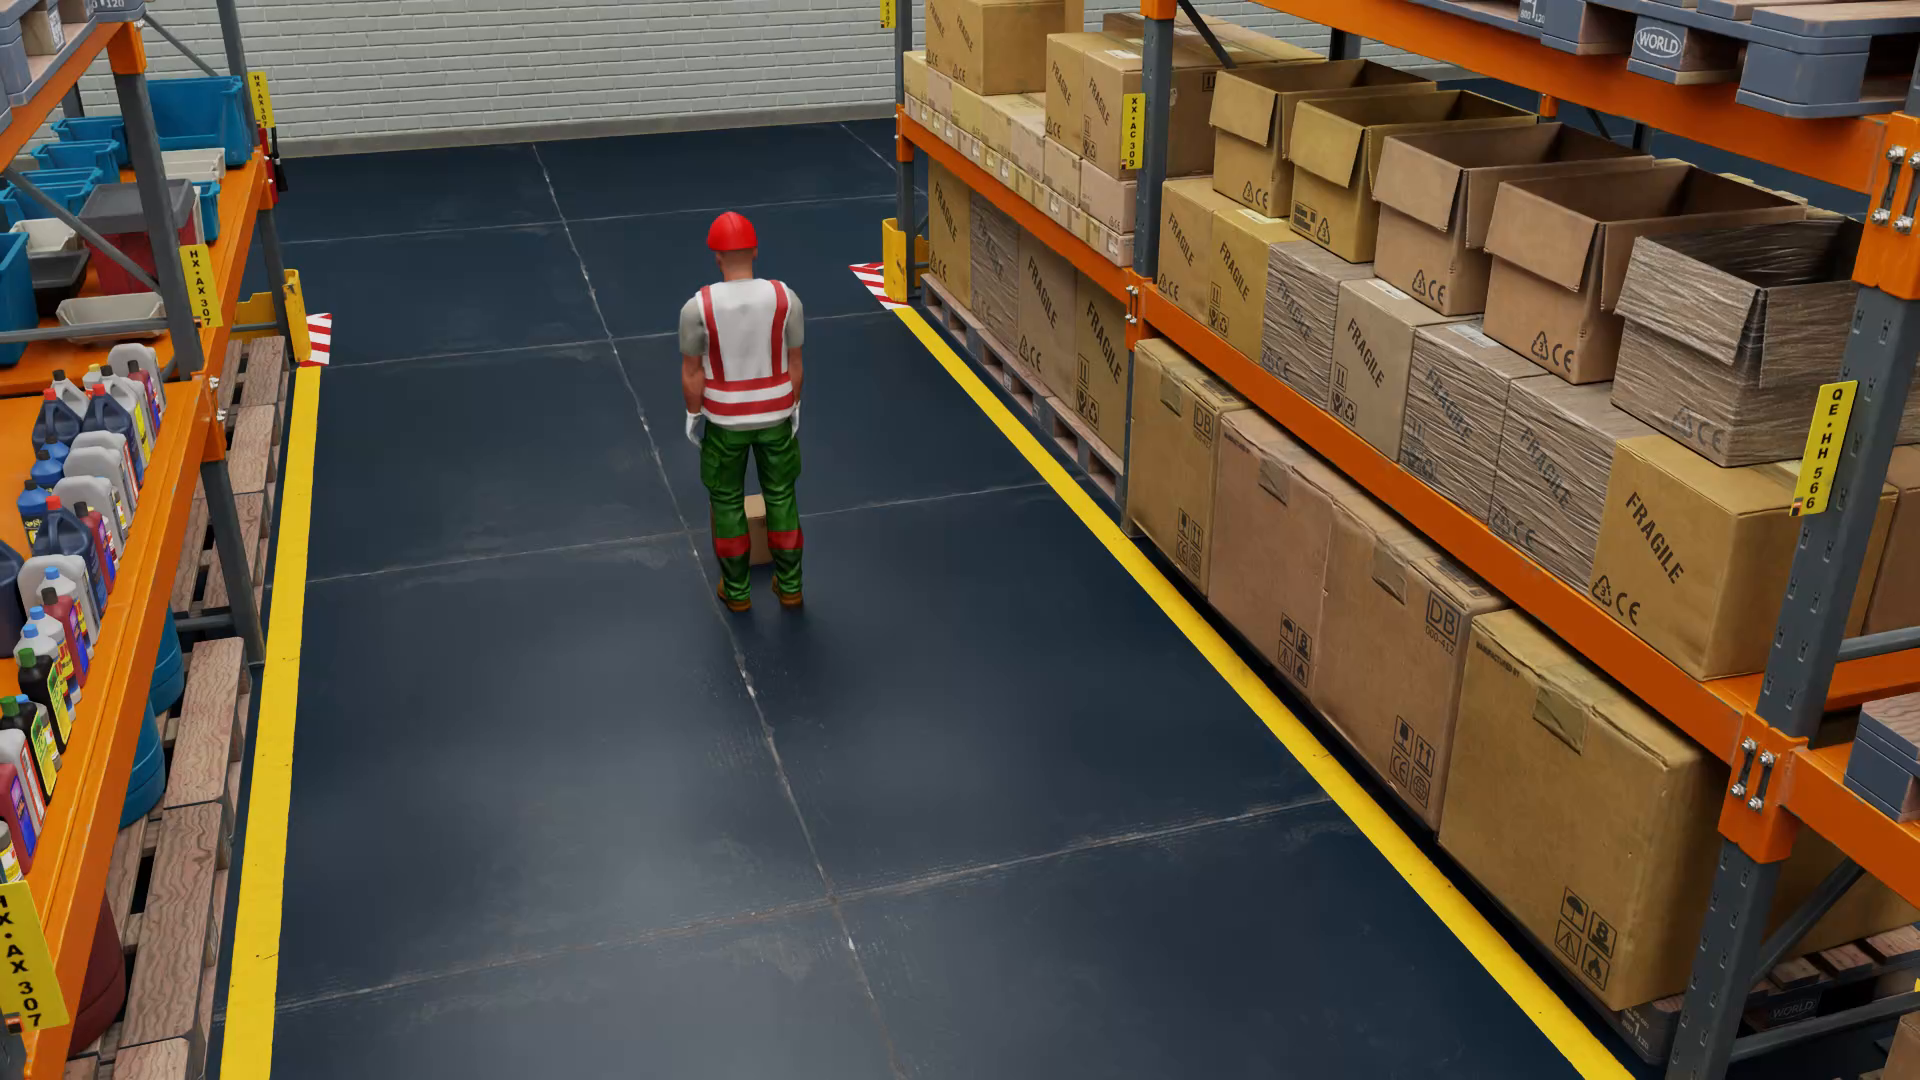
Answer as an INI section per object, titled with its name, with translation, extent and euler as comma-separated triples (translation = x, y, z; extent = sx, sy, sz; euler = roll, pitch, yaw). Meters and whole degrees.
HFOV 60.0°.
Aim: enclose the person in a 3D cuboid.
[person]
translation = -0.927, -0.533, 7.185
extent = 0.528, 1.777, 0.351
euler = -8, 27, -15
